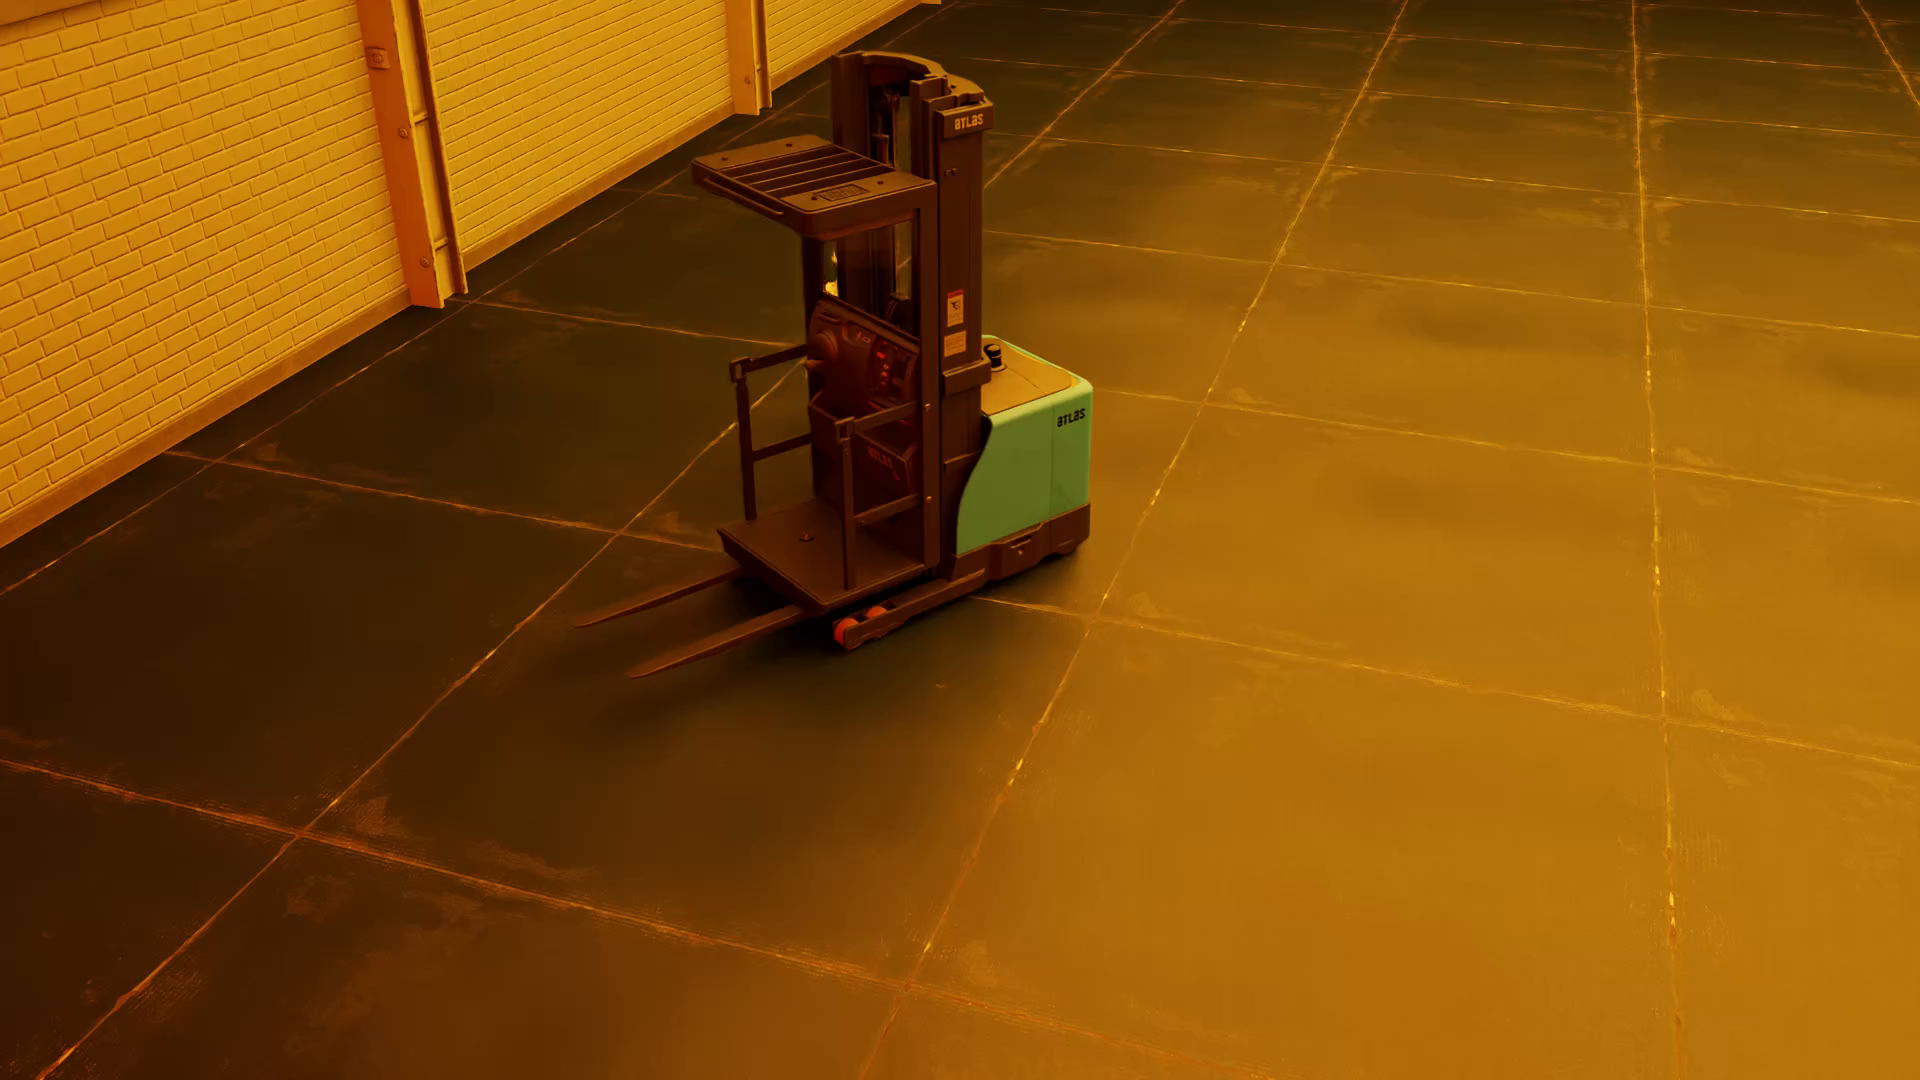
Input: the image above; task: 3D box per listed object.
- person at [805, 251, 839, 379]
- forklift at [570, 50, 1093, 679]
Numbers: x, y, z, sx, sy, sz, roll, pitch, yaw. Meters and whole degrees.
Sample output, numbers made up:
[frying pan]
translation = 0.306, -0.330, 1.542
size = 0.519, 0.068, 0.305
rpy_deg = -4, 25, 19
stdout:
[person]
translation = -0.523, -1.154, 10.676
size = 1.095, 1.397, 0.895
rpy_deg = 16, 34, 26
[forklift]
translation = -0.689, -0.974, 8.845
size = 3.031, 2.935, 1.130
rpy_deg = -22, 36, -33
